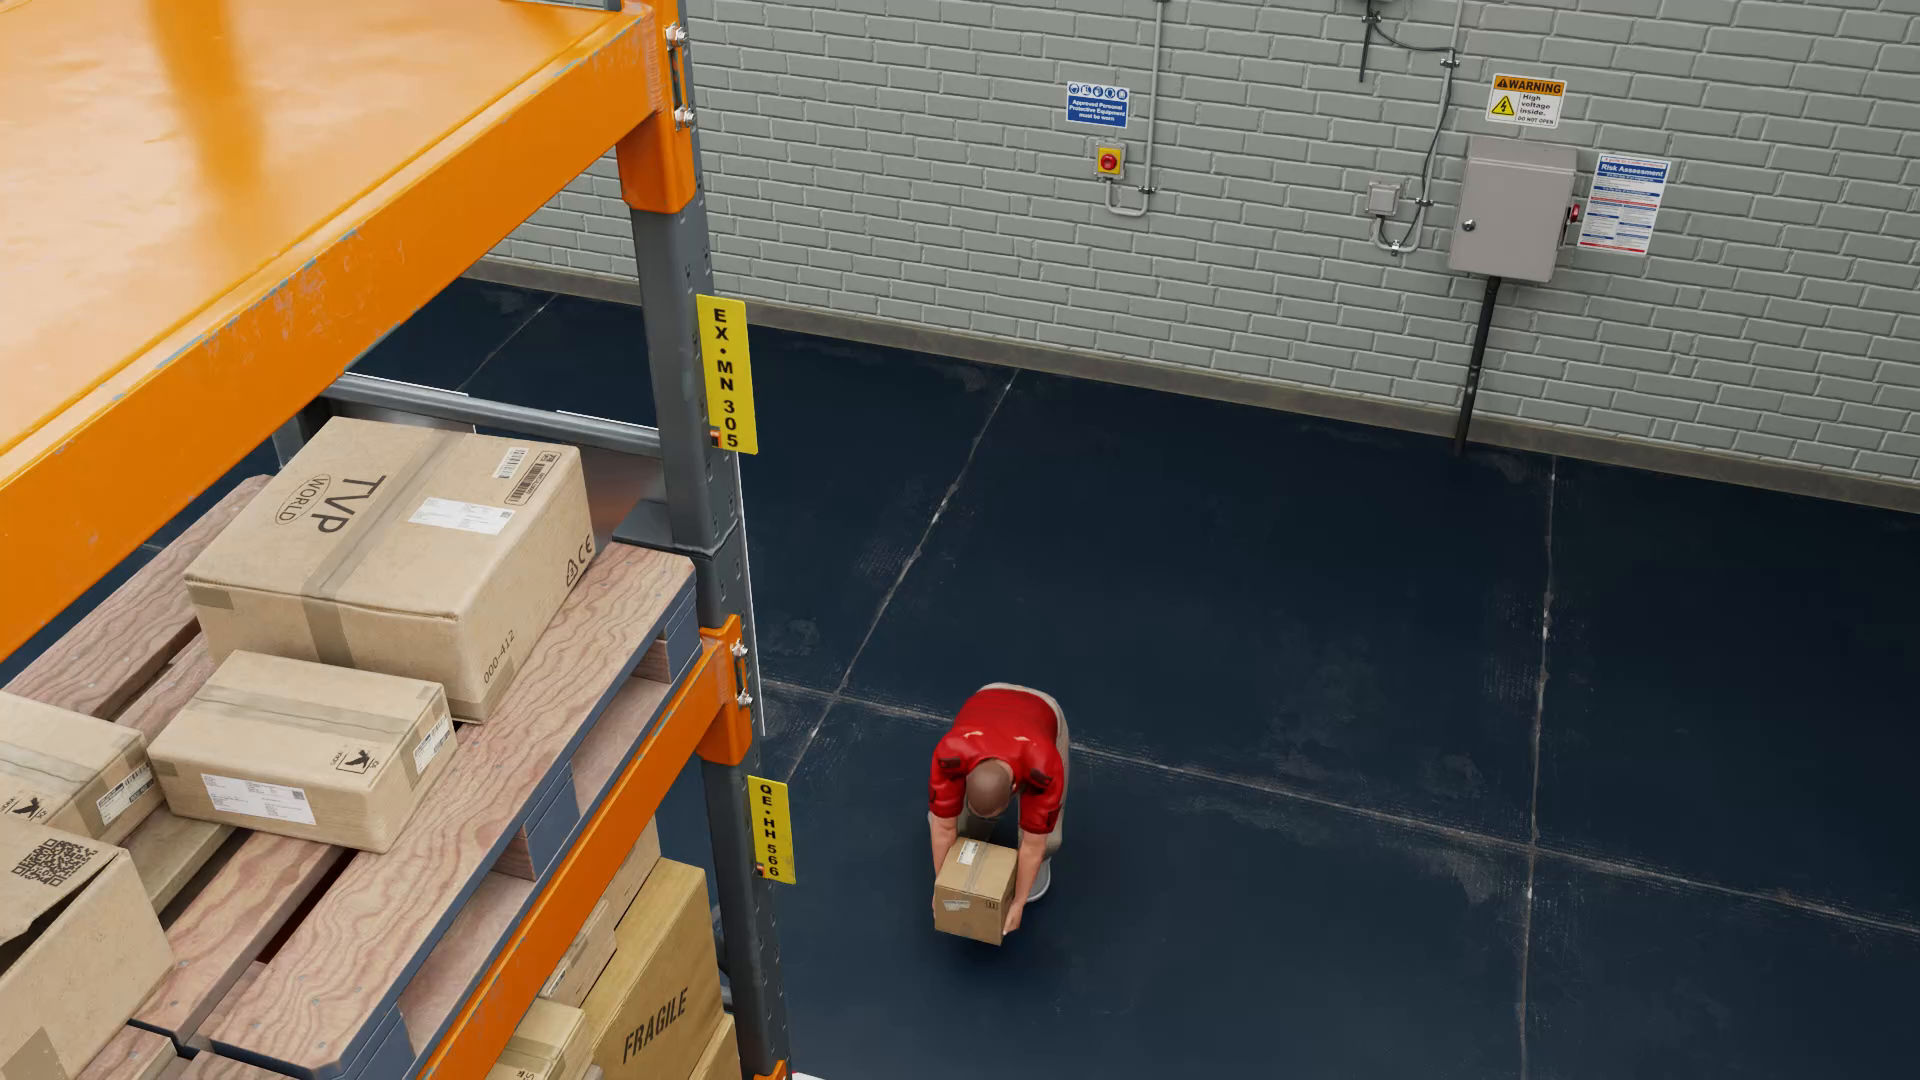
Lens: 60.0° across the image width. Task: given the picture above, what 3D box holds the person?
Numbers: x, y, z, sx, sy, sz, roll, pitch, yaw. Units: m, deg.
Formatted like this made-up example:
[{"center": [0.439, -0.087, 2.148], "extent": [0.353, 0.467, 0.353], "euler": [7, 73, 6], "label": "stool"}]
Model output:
[{"center": [0.150, 0.965, 6.243], "extent": [0.533, 0.986, 0.892], "euler": [10, 38, 12], "label": "person"}]
